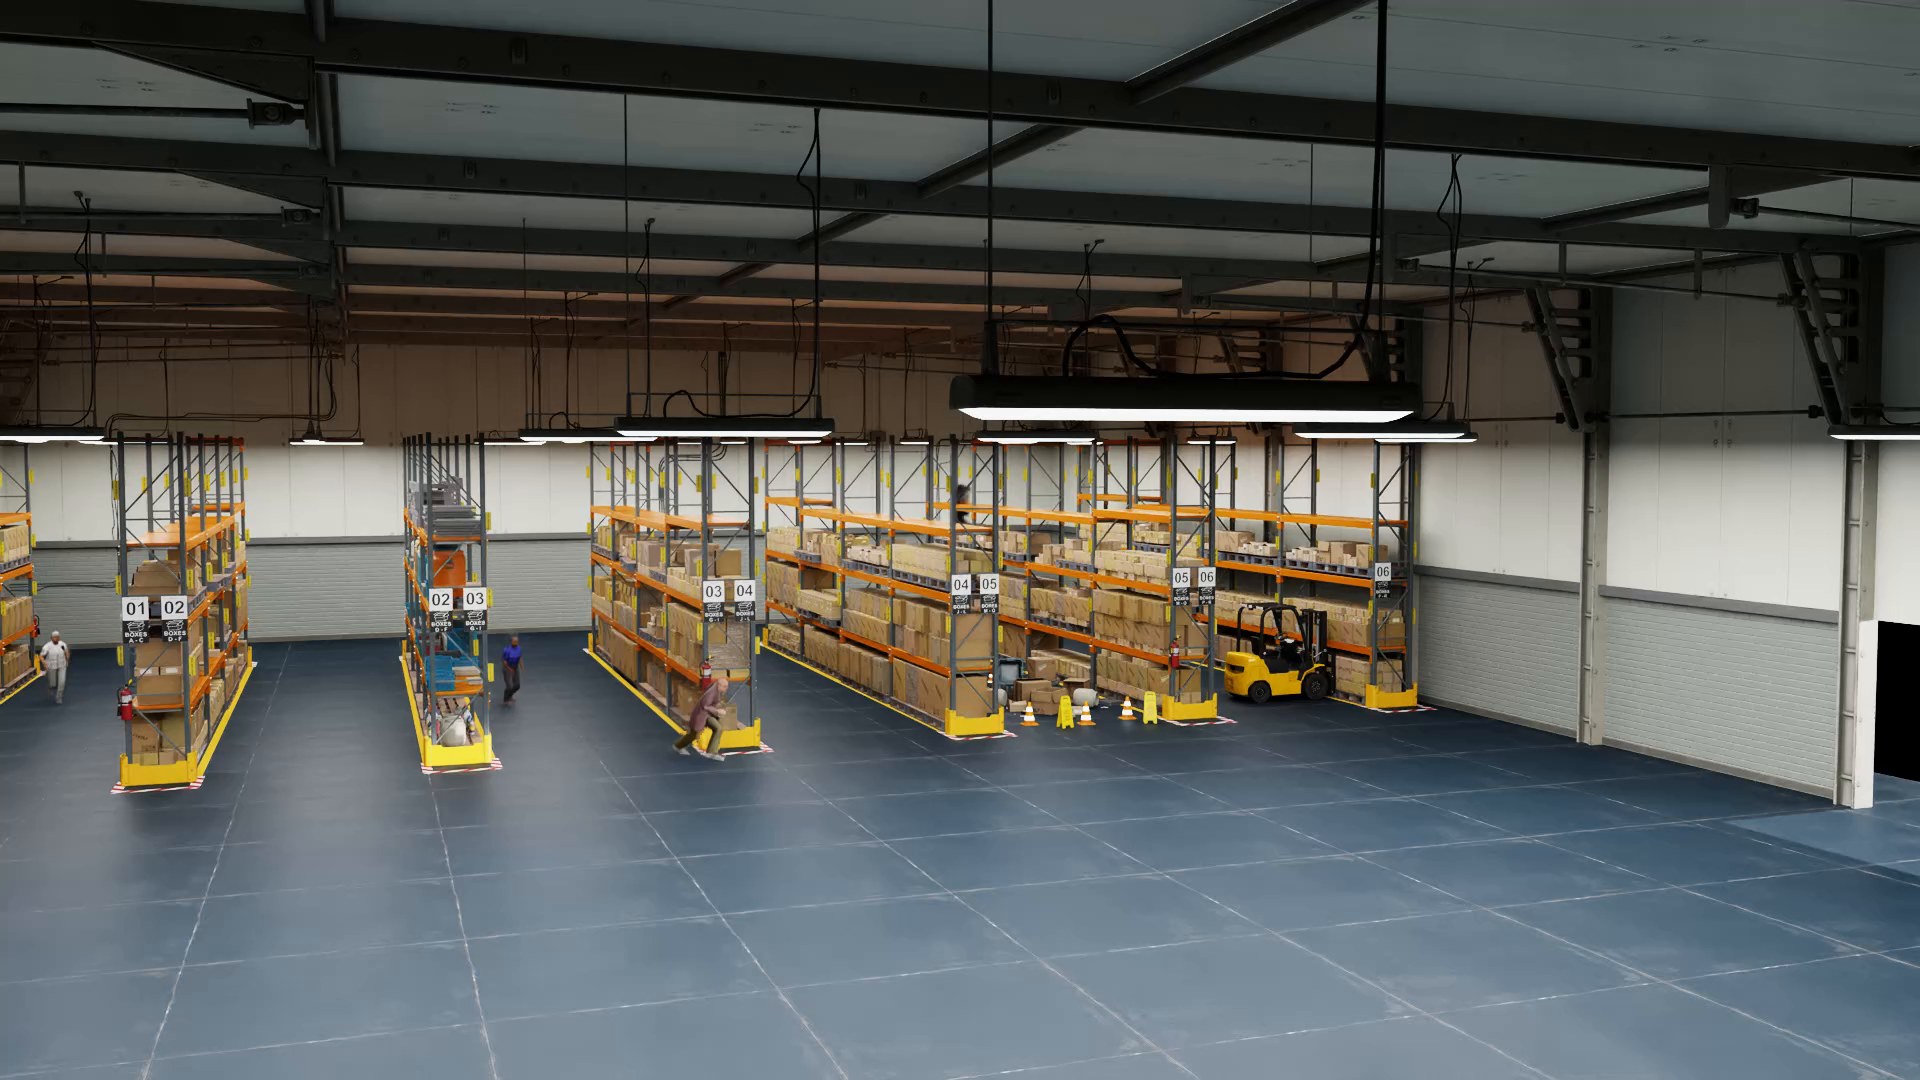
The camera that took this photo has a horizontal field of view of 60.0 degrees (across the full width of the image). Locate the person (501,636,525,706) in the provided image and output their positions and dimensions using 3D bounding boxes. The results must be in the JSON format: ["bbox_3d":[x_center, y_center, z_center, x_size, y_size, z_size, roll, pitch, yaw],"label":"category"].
[{"bbox_3d":[-10.011,2.900,36.984,0.716,1.594,0.545,3,4,41],"label":"person"}]

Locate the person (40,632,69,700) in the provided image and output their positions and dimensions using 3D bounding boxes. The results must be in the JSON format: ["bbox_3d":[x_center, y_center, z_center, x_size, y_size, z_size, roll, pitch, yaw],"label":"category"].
[{"bbox_3d":[-20.288,2.820,37.297,0.587,1.543,0.575,-3,4,-39],"label":"person"}]

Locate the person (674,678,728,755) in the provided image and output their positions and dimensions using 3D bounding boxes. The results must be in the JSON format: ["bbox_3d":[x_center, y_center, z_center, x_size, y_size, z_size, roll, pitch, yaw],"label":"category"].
[{"bbox_3d":[-4.764,3.282,30.501,1.149,1.320,0.708,1,3,17],"label":"person"}]
